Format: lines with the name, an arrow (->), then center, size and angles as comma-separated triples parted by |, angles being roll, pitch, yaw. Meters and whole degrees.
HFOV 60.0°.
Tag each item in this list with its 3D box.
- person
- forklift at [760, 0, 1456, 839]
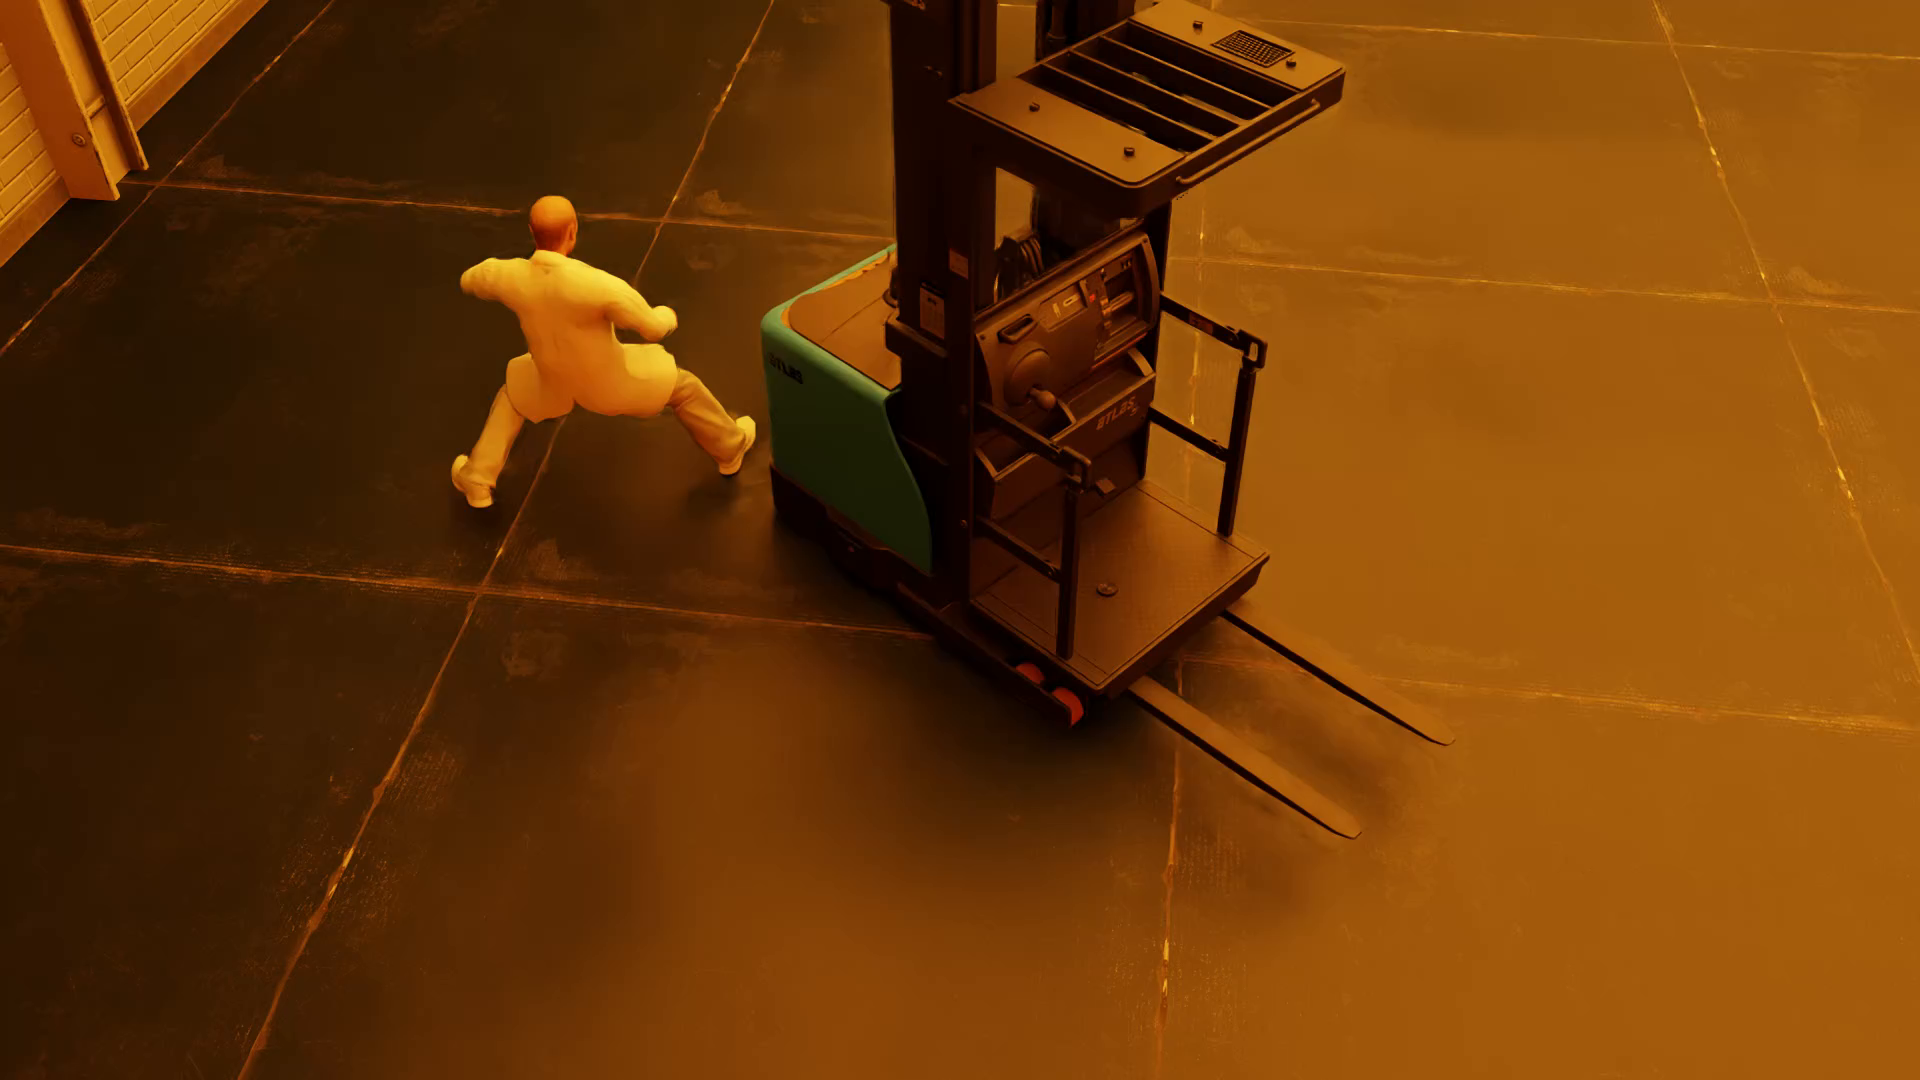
person -> -1.628, -0.844, 7.142 | 1.170, 1.557, 1.067 | 9, 43, 9
forklift -> 0.559, -0.735, 6.024 | 3.031, 2.935, 1.130 | 34, 52, 31
